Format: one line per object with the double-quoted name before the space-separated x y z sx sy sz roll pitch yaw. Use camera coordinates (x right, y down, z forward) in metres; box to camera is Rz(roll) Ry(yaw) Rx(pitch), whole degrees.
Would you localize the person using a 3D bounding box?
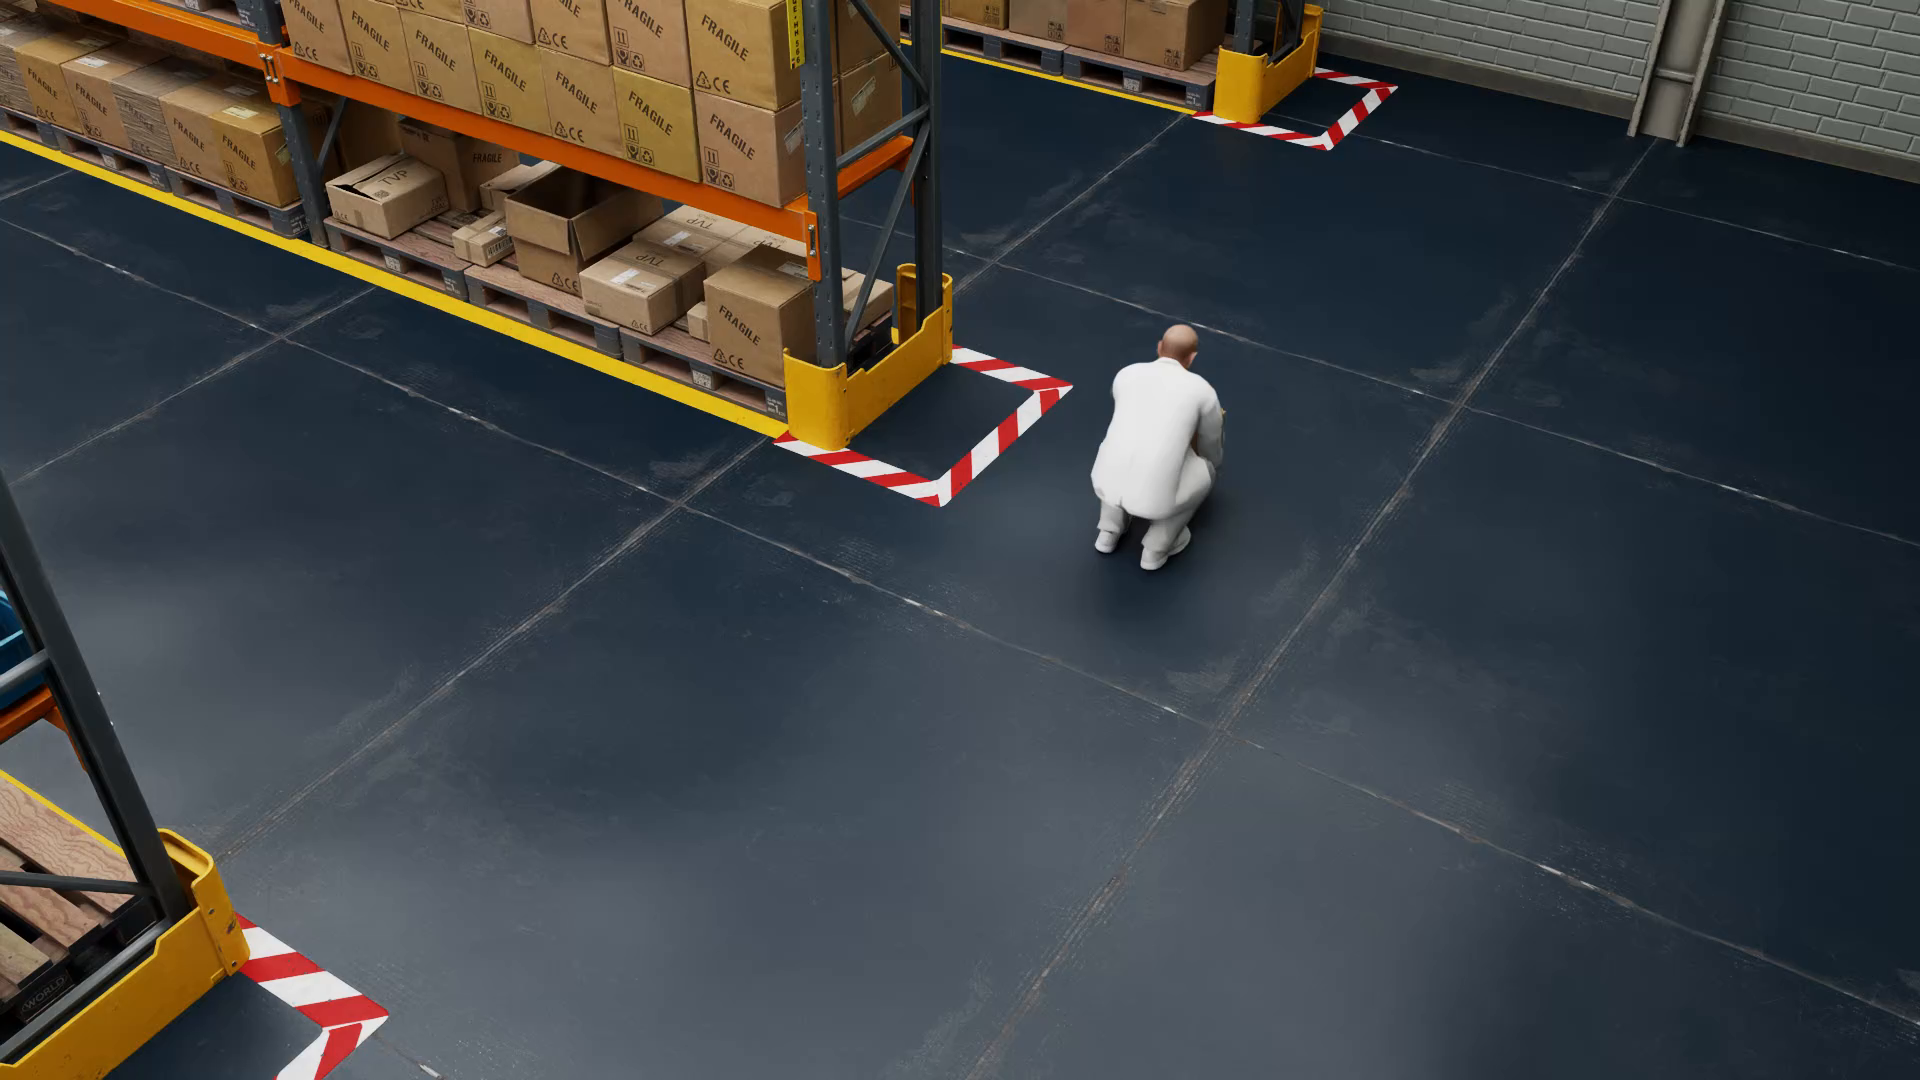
"person" 0.964 -0.457 7.931 0.586 0.987 0.924 21 42 24
